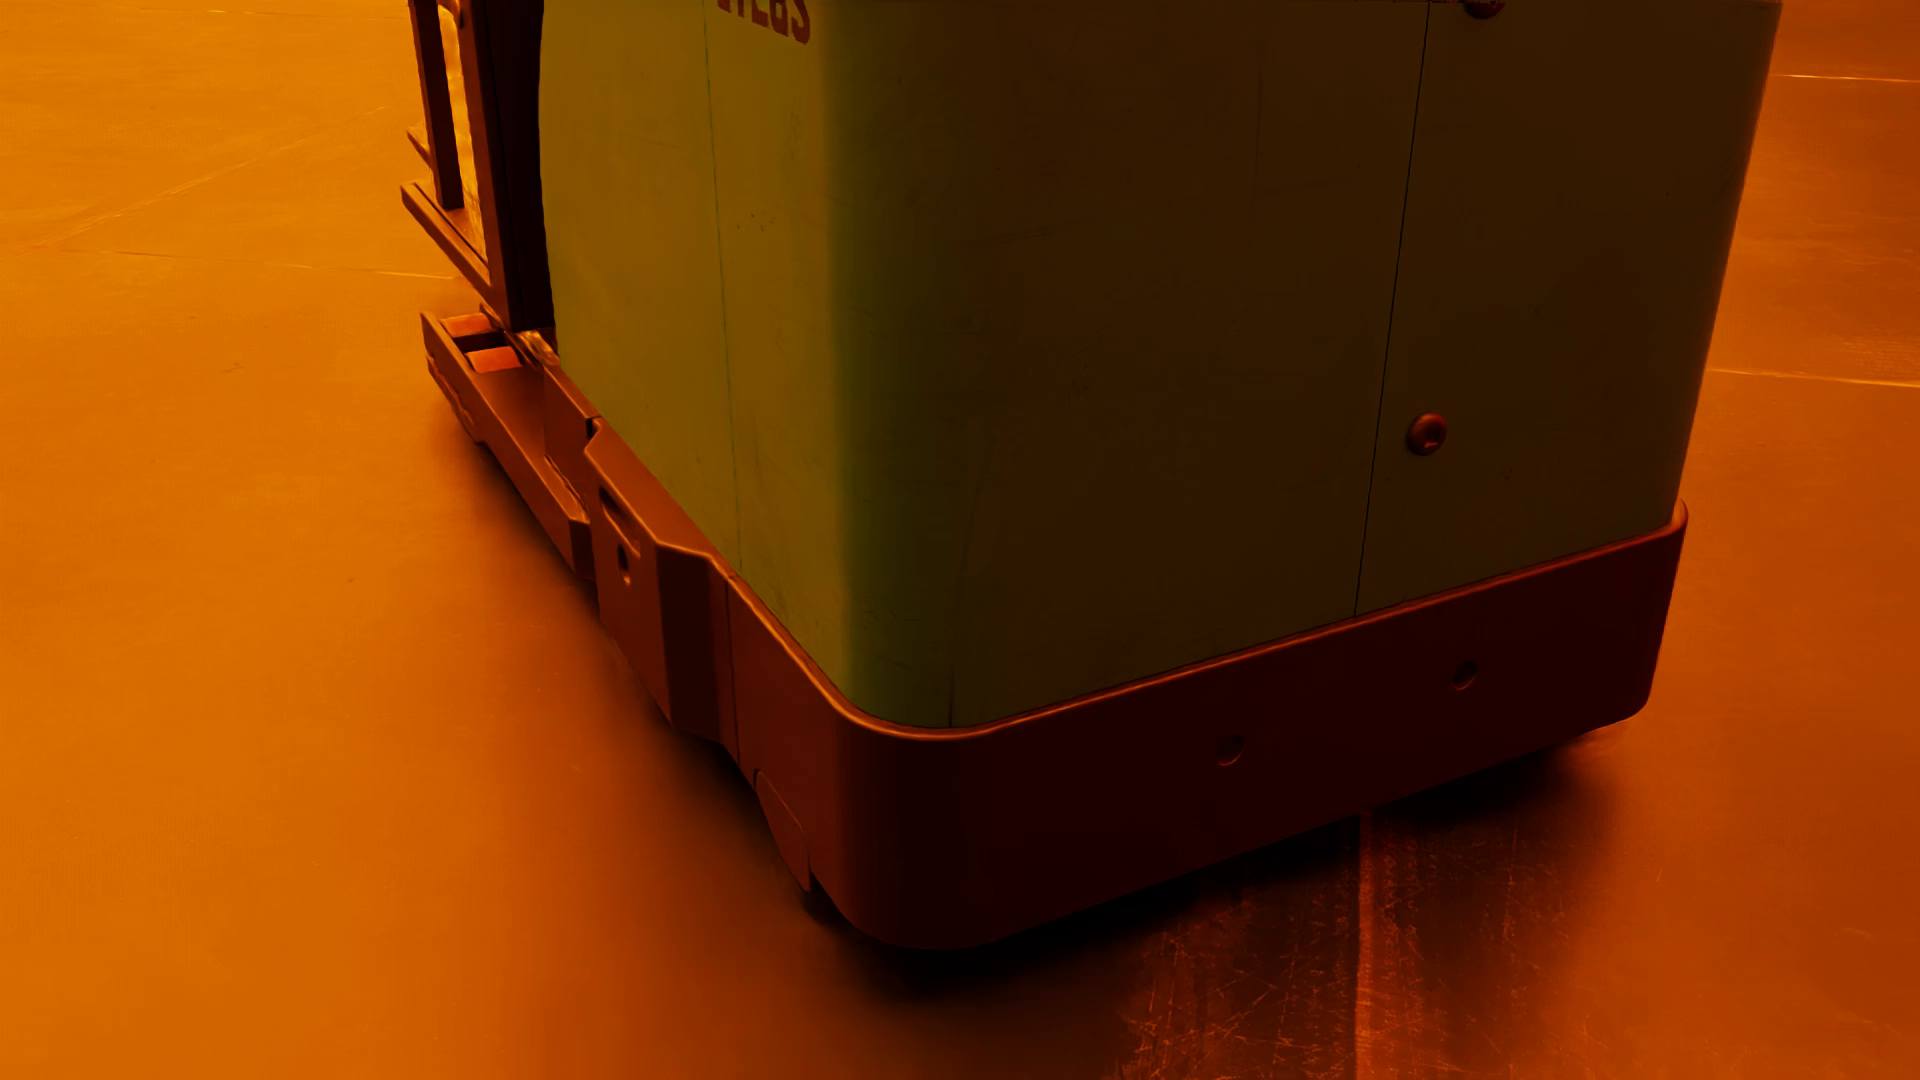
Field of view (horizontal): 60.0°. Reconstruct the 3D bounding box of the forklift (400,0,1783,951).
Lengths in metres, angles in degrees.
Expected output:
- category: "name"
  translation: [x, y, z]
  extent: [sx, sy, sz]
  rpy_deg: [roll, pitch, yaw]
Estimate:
- category: "forklift"
  translation: [-0.304, -1.553, 2.324]
  extent: [1.130, 2.935, 3.031]
  rpy_deg: [-13, 30, -24]
